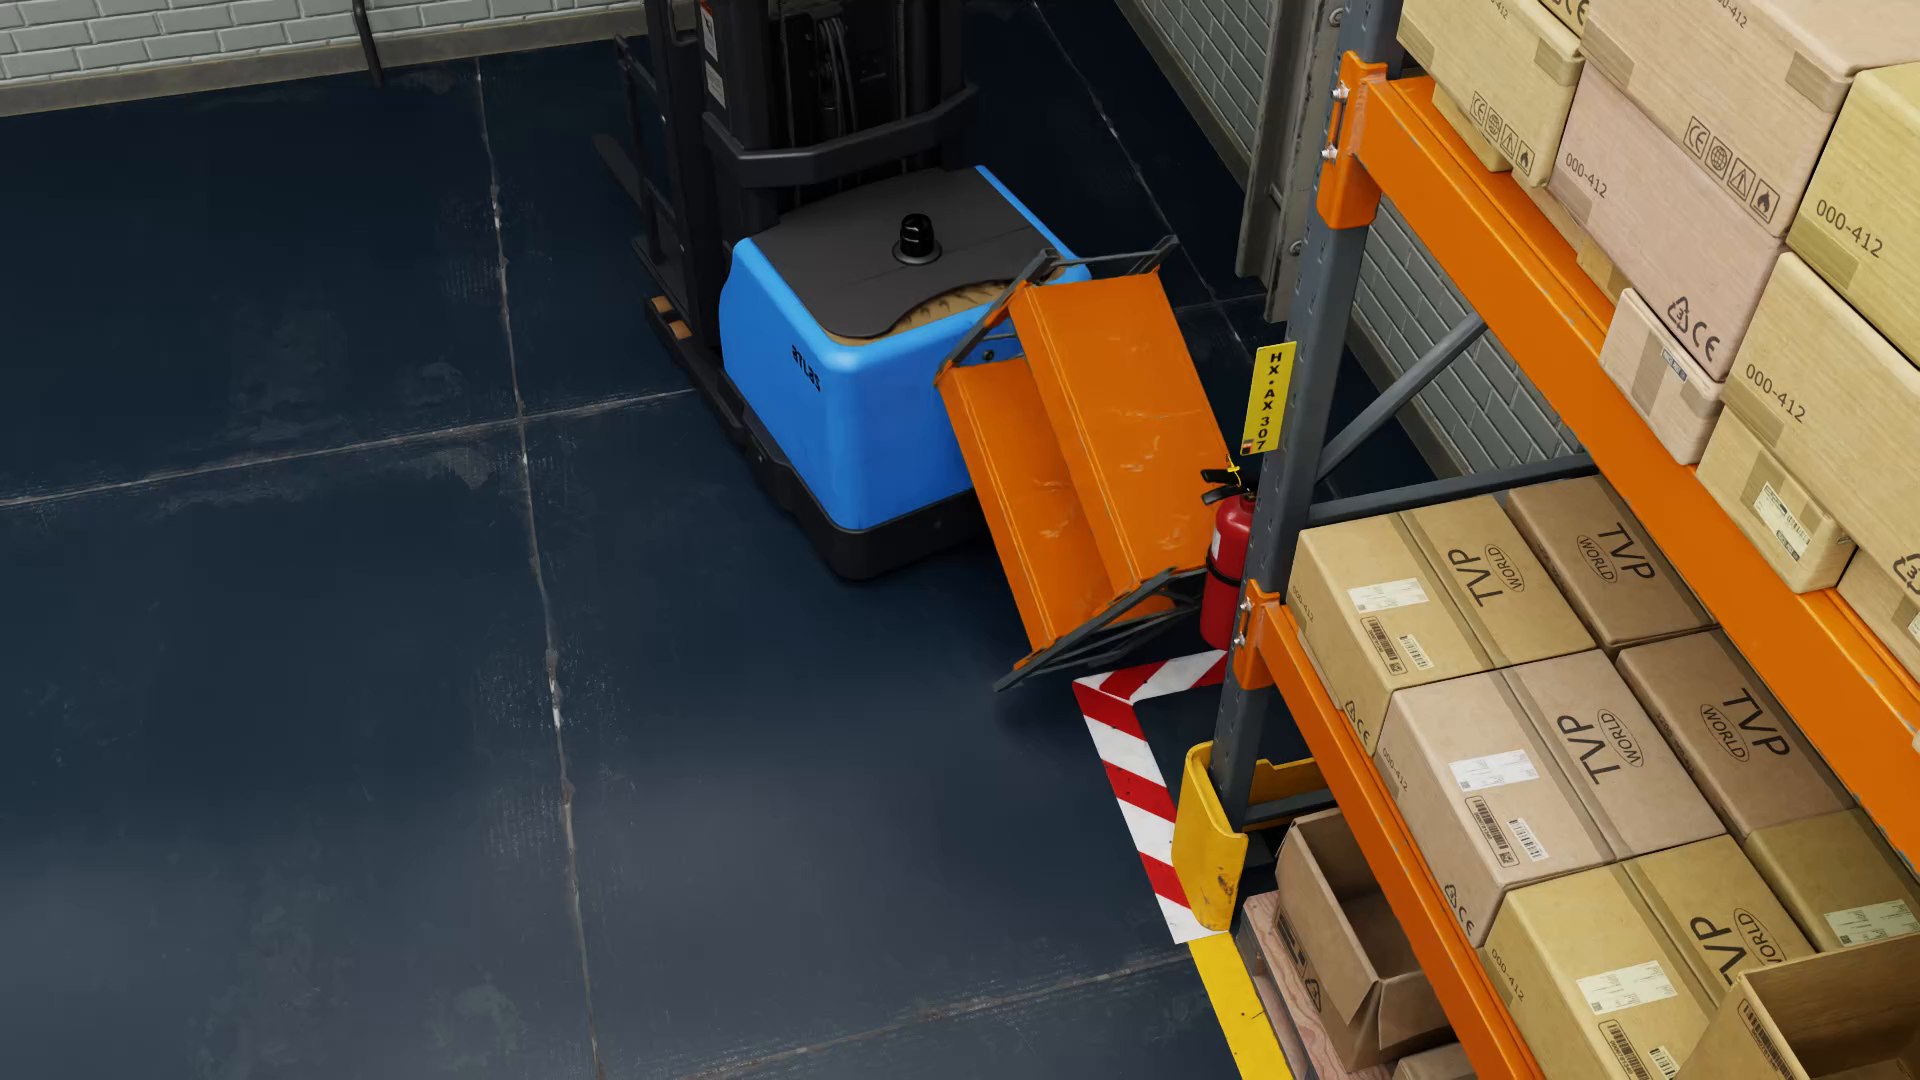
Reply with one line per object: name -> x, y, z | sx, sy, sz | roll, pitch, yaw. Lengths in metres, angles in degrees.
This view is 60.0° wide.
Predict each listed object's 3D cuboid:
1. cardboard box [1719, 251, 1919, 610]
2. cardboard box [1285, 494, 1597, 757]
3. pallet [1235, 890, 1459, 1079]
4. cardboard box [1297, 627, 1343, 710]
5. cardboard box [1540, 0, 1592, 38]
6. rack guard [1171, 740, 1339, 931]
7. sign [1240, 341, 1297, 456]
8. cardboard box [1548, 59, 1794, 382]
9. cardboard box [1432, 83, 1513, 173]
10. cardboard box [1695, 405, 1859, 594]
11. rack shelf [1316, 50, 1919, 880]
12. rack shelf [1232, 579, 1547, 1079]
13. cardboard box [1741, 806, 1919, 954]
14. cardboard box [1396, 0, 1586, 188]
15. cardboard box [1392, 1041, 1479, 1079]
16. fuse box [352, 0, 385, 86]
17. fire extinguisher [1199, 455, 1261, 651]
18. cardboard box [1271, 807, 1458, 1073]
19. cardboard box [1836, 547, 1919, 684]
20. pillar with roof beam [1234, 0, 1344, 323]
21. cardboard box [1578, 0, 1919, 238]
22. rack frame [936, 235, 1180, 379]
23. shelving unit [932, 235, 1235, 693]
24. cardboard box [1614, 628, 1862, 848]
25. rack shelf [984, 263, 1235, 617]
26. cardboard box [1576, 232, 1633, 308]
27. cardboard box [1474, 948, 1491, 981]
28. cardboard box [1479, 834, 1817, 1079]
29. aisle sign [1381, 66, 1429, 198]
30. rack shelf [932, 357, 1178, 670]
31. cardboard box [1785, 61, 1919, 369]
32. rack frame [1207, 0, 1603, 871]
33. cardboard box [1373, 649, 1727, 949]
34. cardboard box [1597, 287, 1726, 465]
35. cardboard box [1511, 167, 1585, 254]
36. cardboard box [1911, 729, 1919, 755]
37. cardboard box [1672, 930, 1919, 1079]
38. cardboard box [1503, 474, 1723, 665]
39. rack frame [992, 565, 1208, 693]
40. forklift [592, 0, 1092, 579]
cardboard box -> 1.361, -0.164, 2.107 | 0.500, 0.250, 0.500 | -12, 47, -12
cardboard box -> 1.098, 0.189, 3.861 | 0.500, 0.250, 0.500 | -10, 47, -10
pallet -> 1.467, 1.457, 4.675 | 1.003, 0.211, 1.213 | -11, 47, -10
cardboard box -> 1.061, 0.243, 4.087 | 0.380, 0.149, 0.250 | -11, 47, -11
cardboard box -> 1.113, -1.046, 2.621 | 0.500, 0.250, 0.500 | -11, 47, -11
rack guard -> 1.262, 0.806, 5.111 | 1.175, 0.500, 0.348 | -11, 47, -10
sign -> 0.718, -0.326, 3.863 | 0.100, 0.325, 0.005 | -11, 47, -10
cardboard box -> 1.242, -0.520, 2.456 | 0.500, 0.250, 0.500 | -10, 46, -10
cardboard box -> 1.099, -0.821, 3.030 | 0.380, 0.149, 0.250 | -10, 46, -9
cardboard box -> 1.279, -0.094, 2.318 | 0.380, 0.149, 0.250 | -11, 47, -10
rack shelf -> 1.755, 0.461, 2.102 | 1.077, 0.370, 4.000 | -11, 47, -10
rack shelf -> 1.755, 1.511, 3.173 | 1.077, 0.370, 4.000 | -11, 47, -10
cardboard box -> 1.870, 0.795, 3.268 | 0.500, 0.250, 0.500 | -9, 46, -9
cardboard box -> 1.092, -0.867, 2.796 | 0.500, 0.250, 0.500 | -11, 47, -11
cardboard box -> 1.379, 1.469, 4.412 | 0.380, 0.149, 0.250 | -12, 47, -12
fuse box -> -2.953, -2.933, 7.926 | 0.539, 1.711, 0.414 | -11, 47, -10
fire extinguisher -> 0.758, 0.019, 4.447 | 0.296, 0.674, 0.183 | -11, 47, -10
cardboard box -> 1.308, 1.045, 4.580 | 0.797, 0.503, 0.637 | -12, 47, -12
cardboard box -> 1.402, 0.065, 2.162 | 0.380, 0.149, 0.250 | -11, 47, -11
pillar with roof beam -> -2.738, -3.461, 3.341 | 9.100, 9.000, 0.400 | -11, 47, -10
cardboard box -> 1.225, -0.691, 2.274 | 0.500, 0.250, 0.500 | -11, 47, -11
rack frame -> 0.227, -0.680, 5.463 | 0.500, 1.125, 0.032 | -12, 74, -30
shelving unit -> 0.392, -0.214, 5.344 | 0.538, 1.125, 1.048 | -12, 74, -30
cardboard box -> 1.748, 0.452, 3.604 | 0.500, 0.250, 0.500 | -11, 47, -10
rack shelf -> 0.512, -0.320, 5.099 | 0.538, 0.278, 1.000 | -12, 74, -30
cardboard box -> 1.241, -0.465, 2.681 | 0.380, 0.149, 0.250 | -11, 47, -10
cardboard box -> 1.278, 0.771, 3.570 | 0.380, 0.149, 0.250 | -9, 46, -9
cardboard box -> 1.361, 0.886, 3.178 | 0.500, 0.250, 0.500 | -12, 47, -11
aisle sign -> 0.941, -1.025, 3.334 | 0.394, 0.787, 0.004 | -11, 47, -10
rack shelf -> 0.291, -0.126, 5.549 | 0.538, 0.278, 1.000 | -12, 74, -30
cardboard box -> 1.367, -0.347, 1.936 | 0.500, 0.250, 0.500 | -11, 47, -11
rack frame -> 1.243, -0.122, 4.269 | 1.000, 3.000, 0.127 | -11, 47, -10
cardboard box -> 1.228, 0.537, 3.520 | 0.500, 0.250, 0.500 | -10, 46, -10
cardboard box -> 1.205, -0.274, 2.494 | 0.380, 0.149, 0.250 | -10, 46, -9
cardboard box -> 1.192, -0.645, 2.858 | 0.380, 0.149, 0.250 | -10, 46, -10
cardboard box -> 1.398, 0.255, 1.976 | 0.380, 0.149, 0.250 | -11, 47, -10
cardboard box -> 1.483, 0.962, 2.579 | 0.500, 0.500, 0.500 | -10, 46, -9
cardboard box -> 1.617, 0.096, 3.953 | 0.500, 0.250, 0.500 | -9, 46, -9
rack frame -> 0.557, 0.252, 5.225 | 0.500, 1.125, 0.032 | -12, 74, -30
forklift -> -0.691, -1.932, 6.091 | 1.130, 2.935, 3.031 | -22, 49, -20
